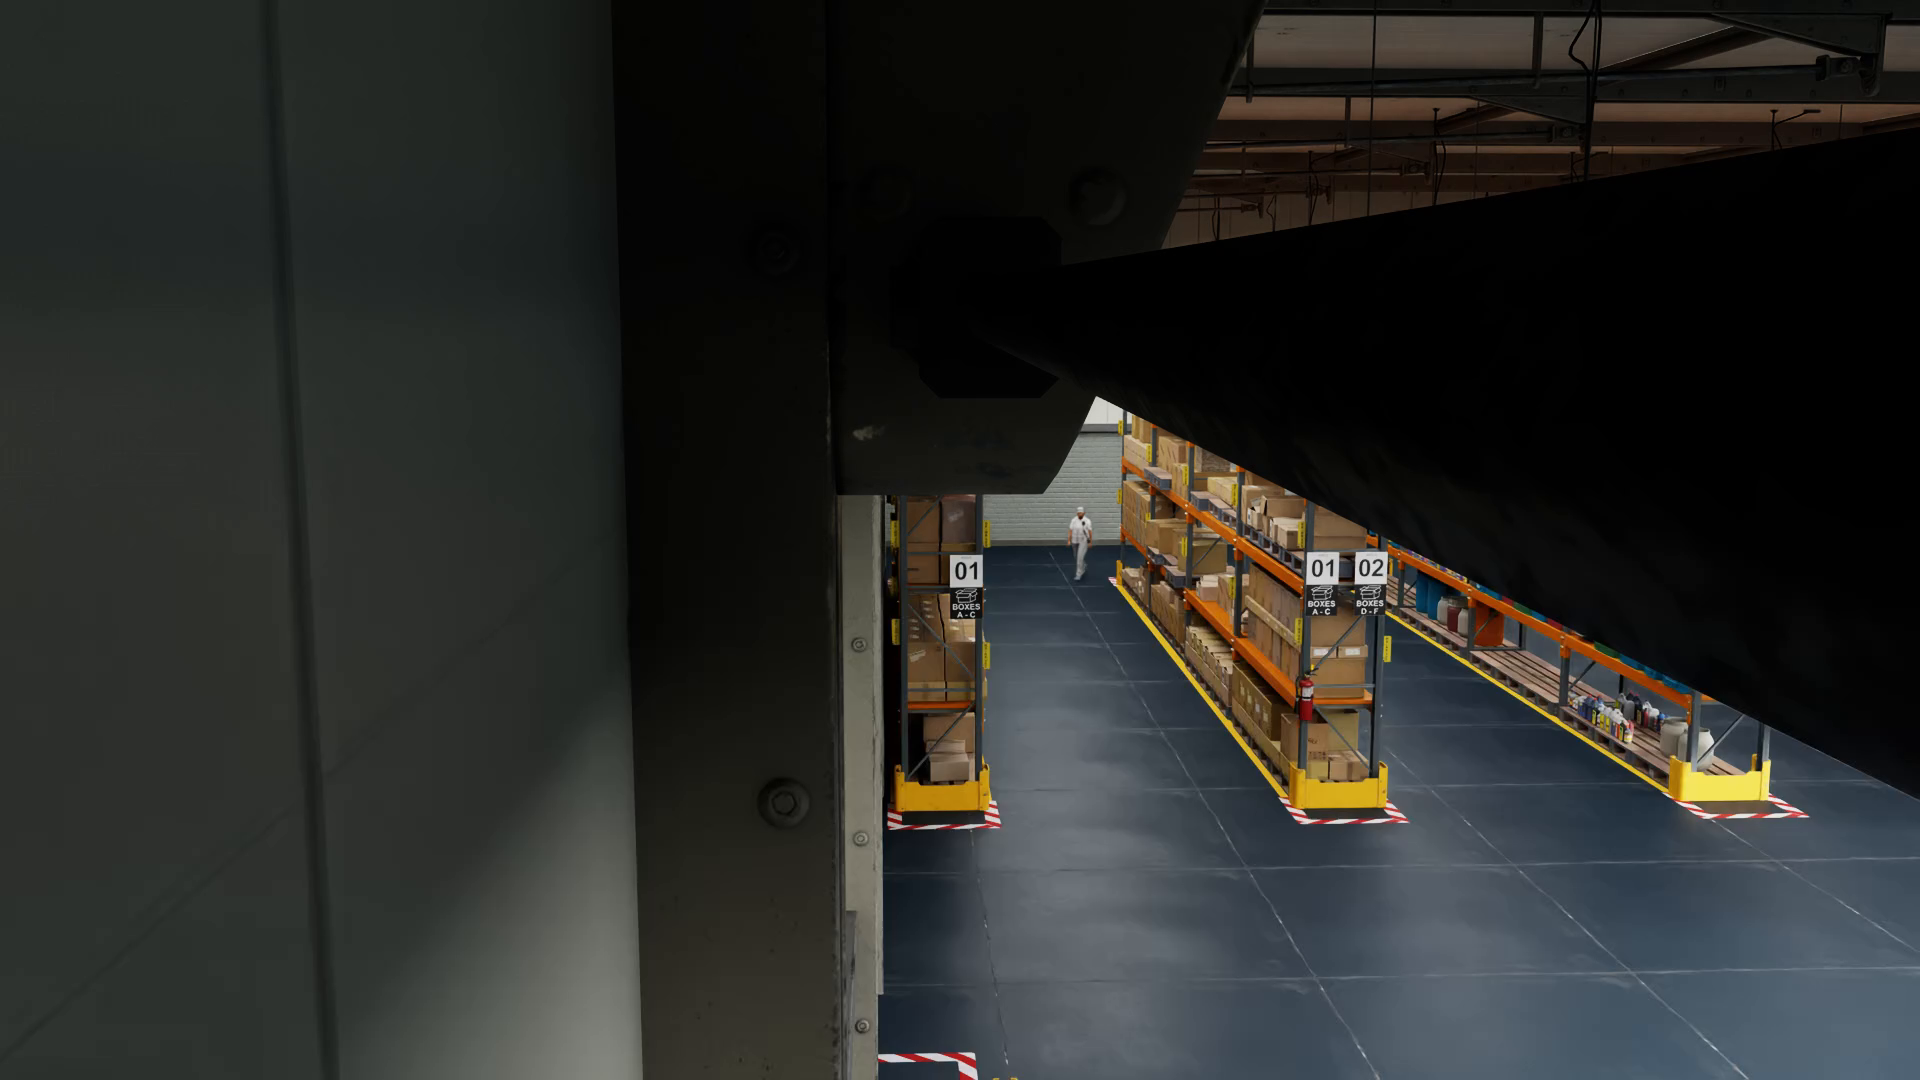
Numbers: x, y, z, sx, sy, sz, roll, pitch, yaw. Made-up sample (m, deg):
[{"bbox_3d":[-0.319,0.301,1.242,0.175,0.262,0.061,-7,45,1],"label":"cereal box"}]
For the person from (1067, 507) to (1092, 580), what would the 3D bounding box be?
[{"bbox_3d":[2.697,0.042,37.172,0.487,1.605,1.042,4,10,28],"label":"person"}]
